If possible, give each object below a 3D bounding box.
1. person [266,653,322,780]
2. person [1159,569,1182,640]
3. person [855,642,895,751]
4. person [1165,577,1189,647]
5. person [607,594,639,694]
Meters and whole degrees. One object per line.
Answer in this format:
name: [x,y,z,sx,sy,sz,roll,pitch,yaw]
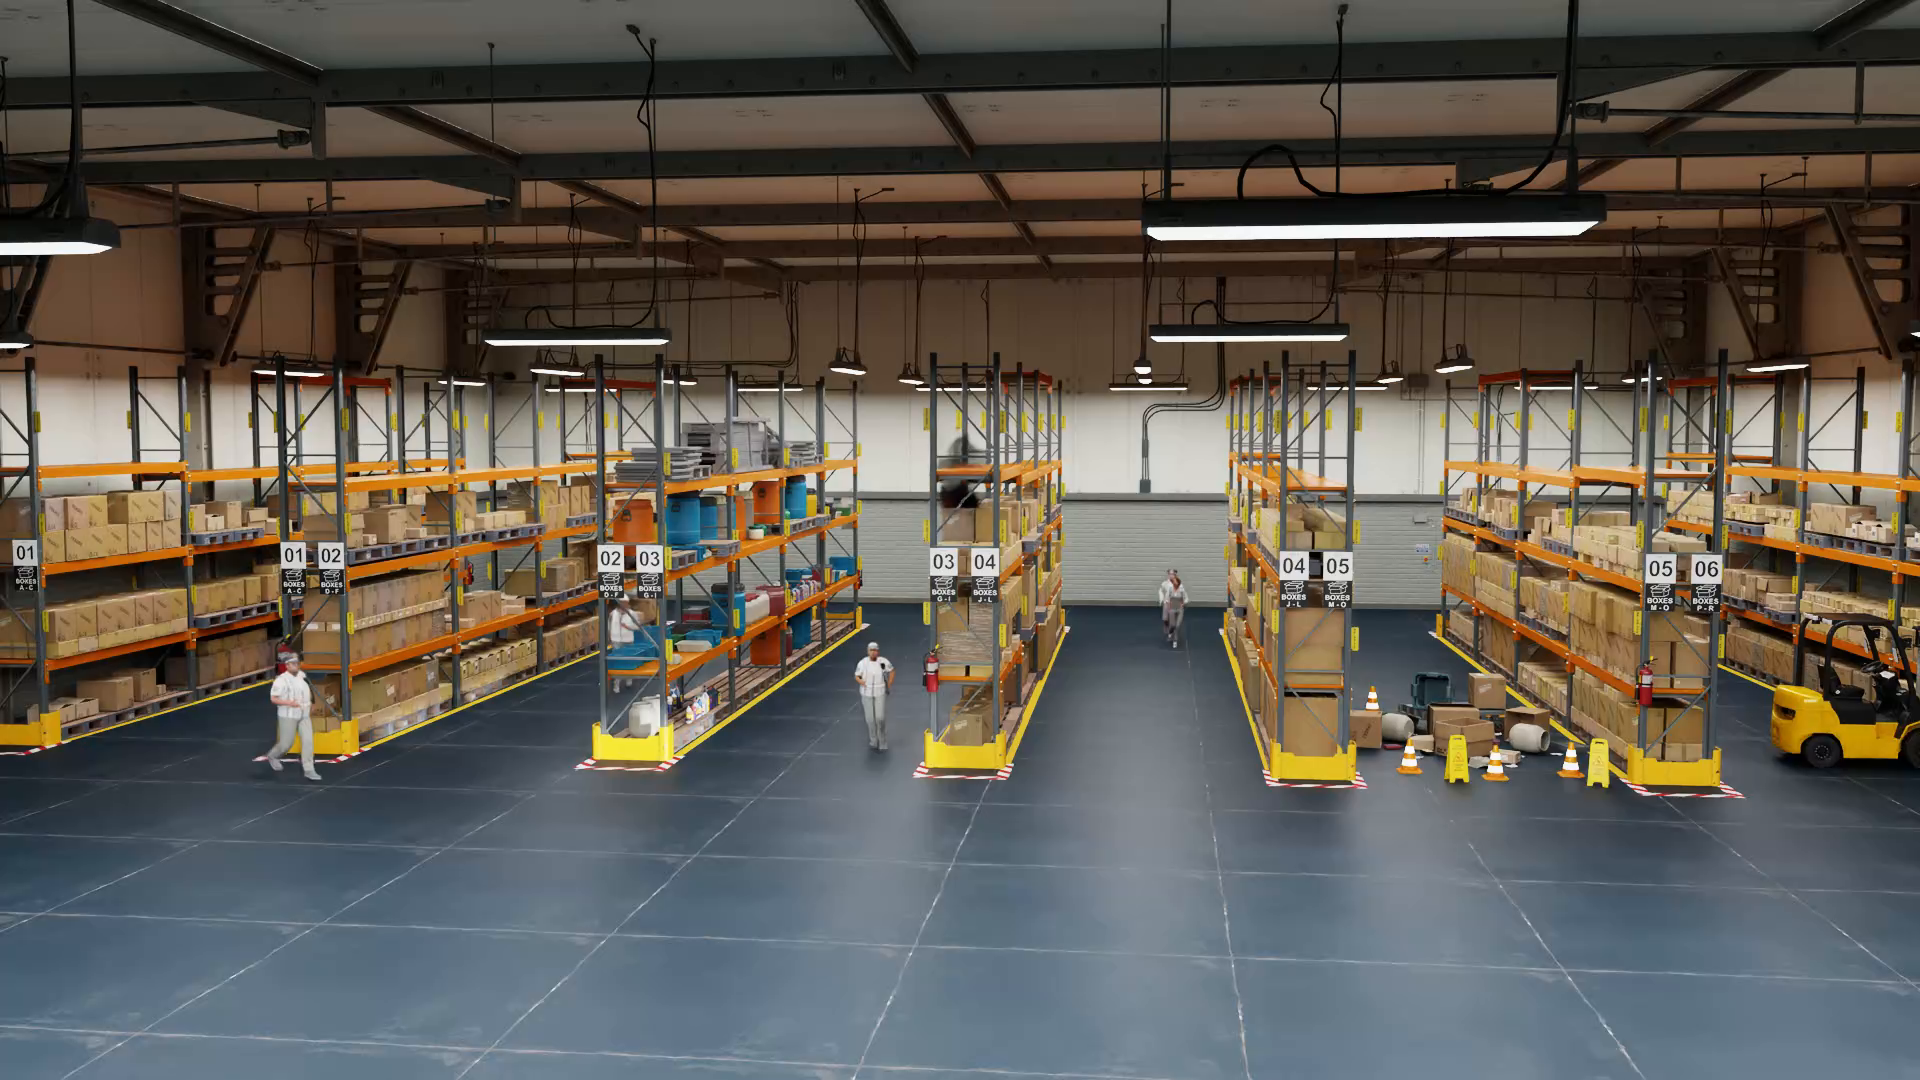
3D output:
person: [-9.346,2.459,23.314,0.983,1.771,0.675,3,5,33]
person: [4.848,1.485,38.239,0.610,1.652,0.539,1,4,16]
person: [-1.314,2.392,25.388,0.592,1.670,0.670,0,4,5]
person: [4.836,1.607,37.118,0.528,1.570,0.572,1,4,10]
person: [-6.290,1.912,31.042,0.633,1.822,0.825,0,4,-5]
